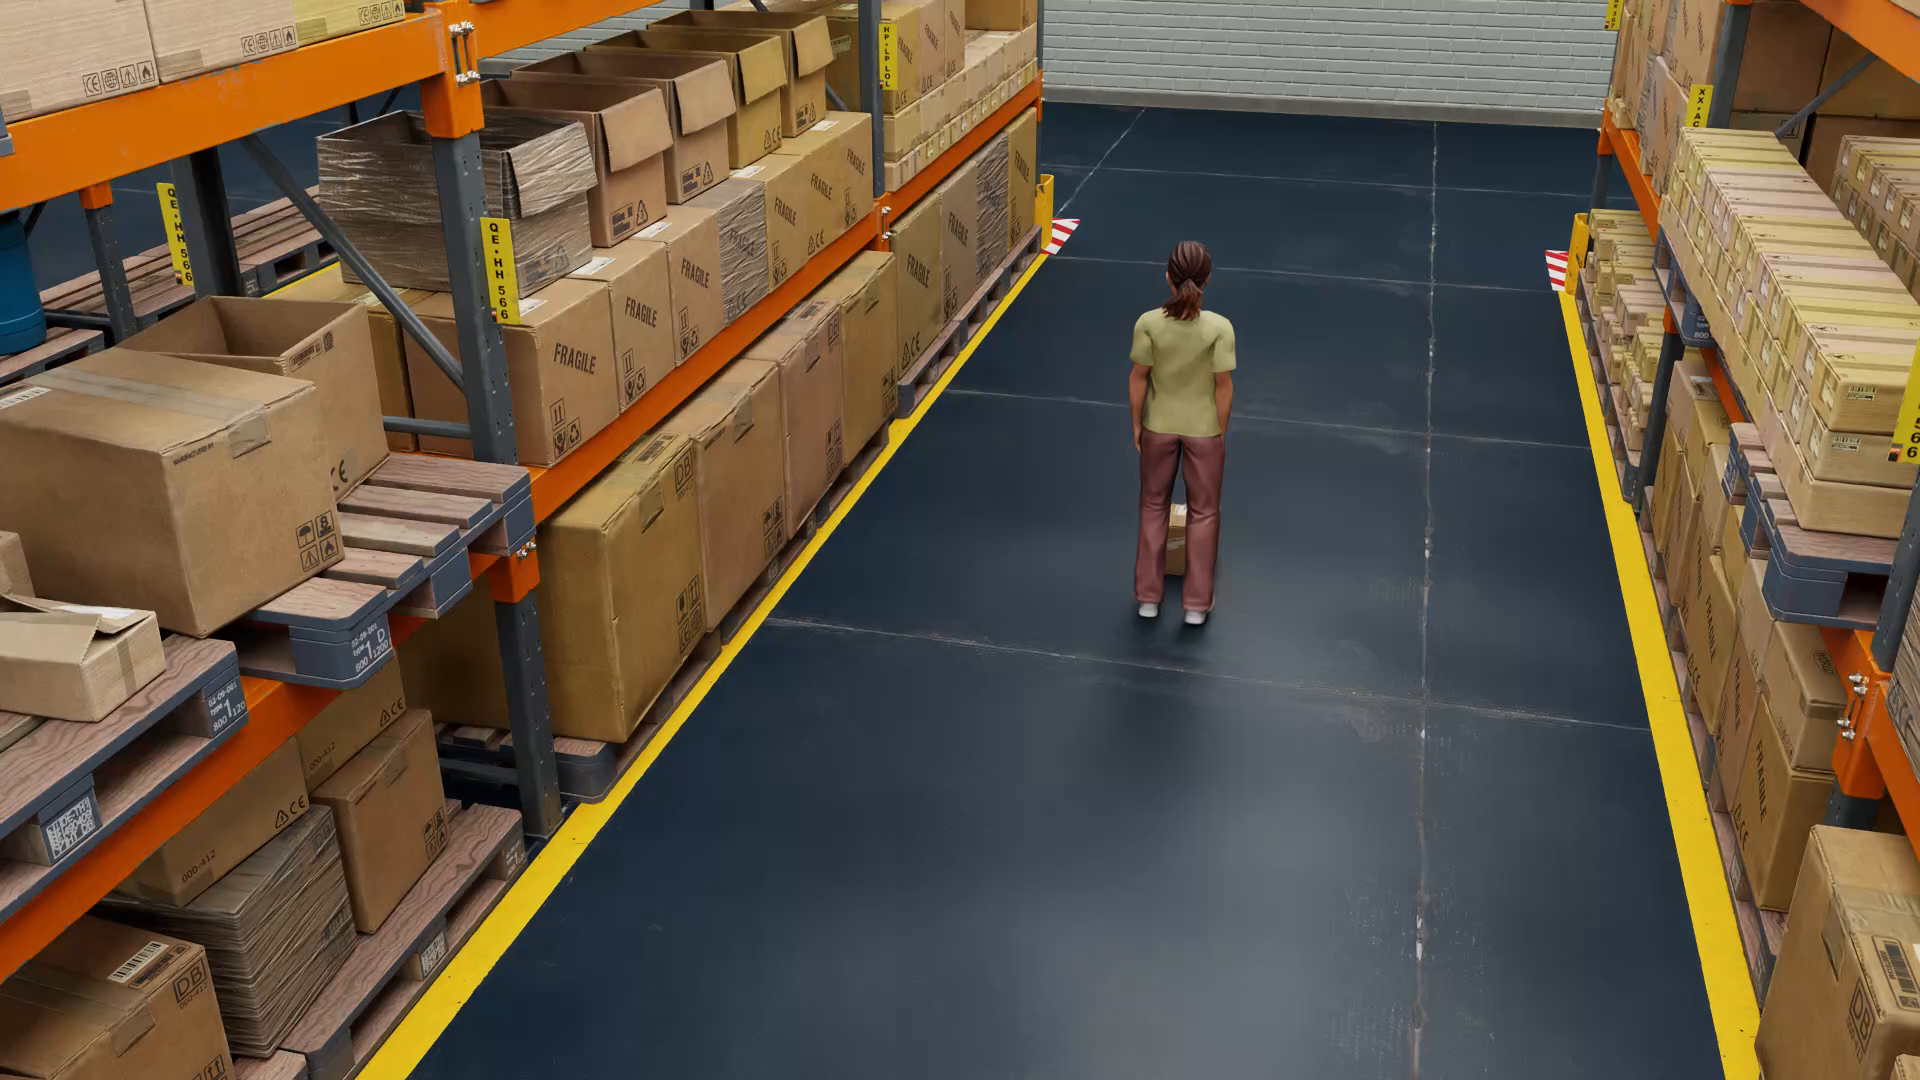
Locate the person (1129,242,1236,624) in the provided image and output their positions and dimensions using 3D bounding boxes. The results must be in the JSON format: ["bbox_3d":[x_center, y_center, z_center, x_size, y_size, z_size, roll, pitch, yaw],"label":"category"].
[{"bbox_3d":[0.930,-0.443,7.053,0.443,1.674,0.365,7,26,14],"label":"person"}]
